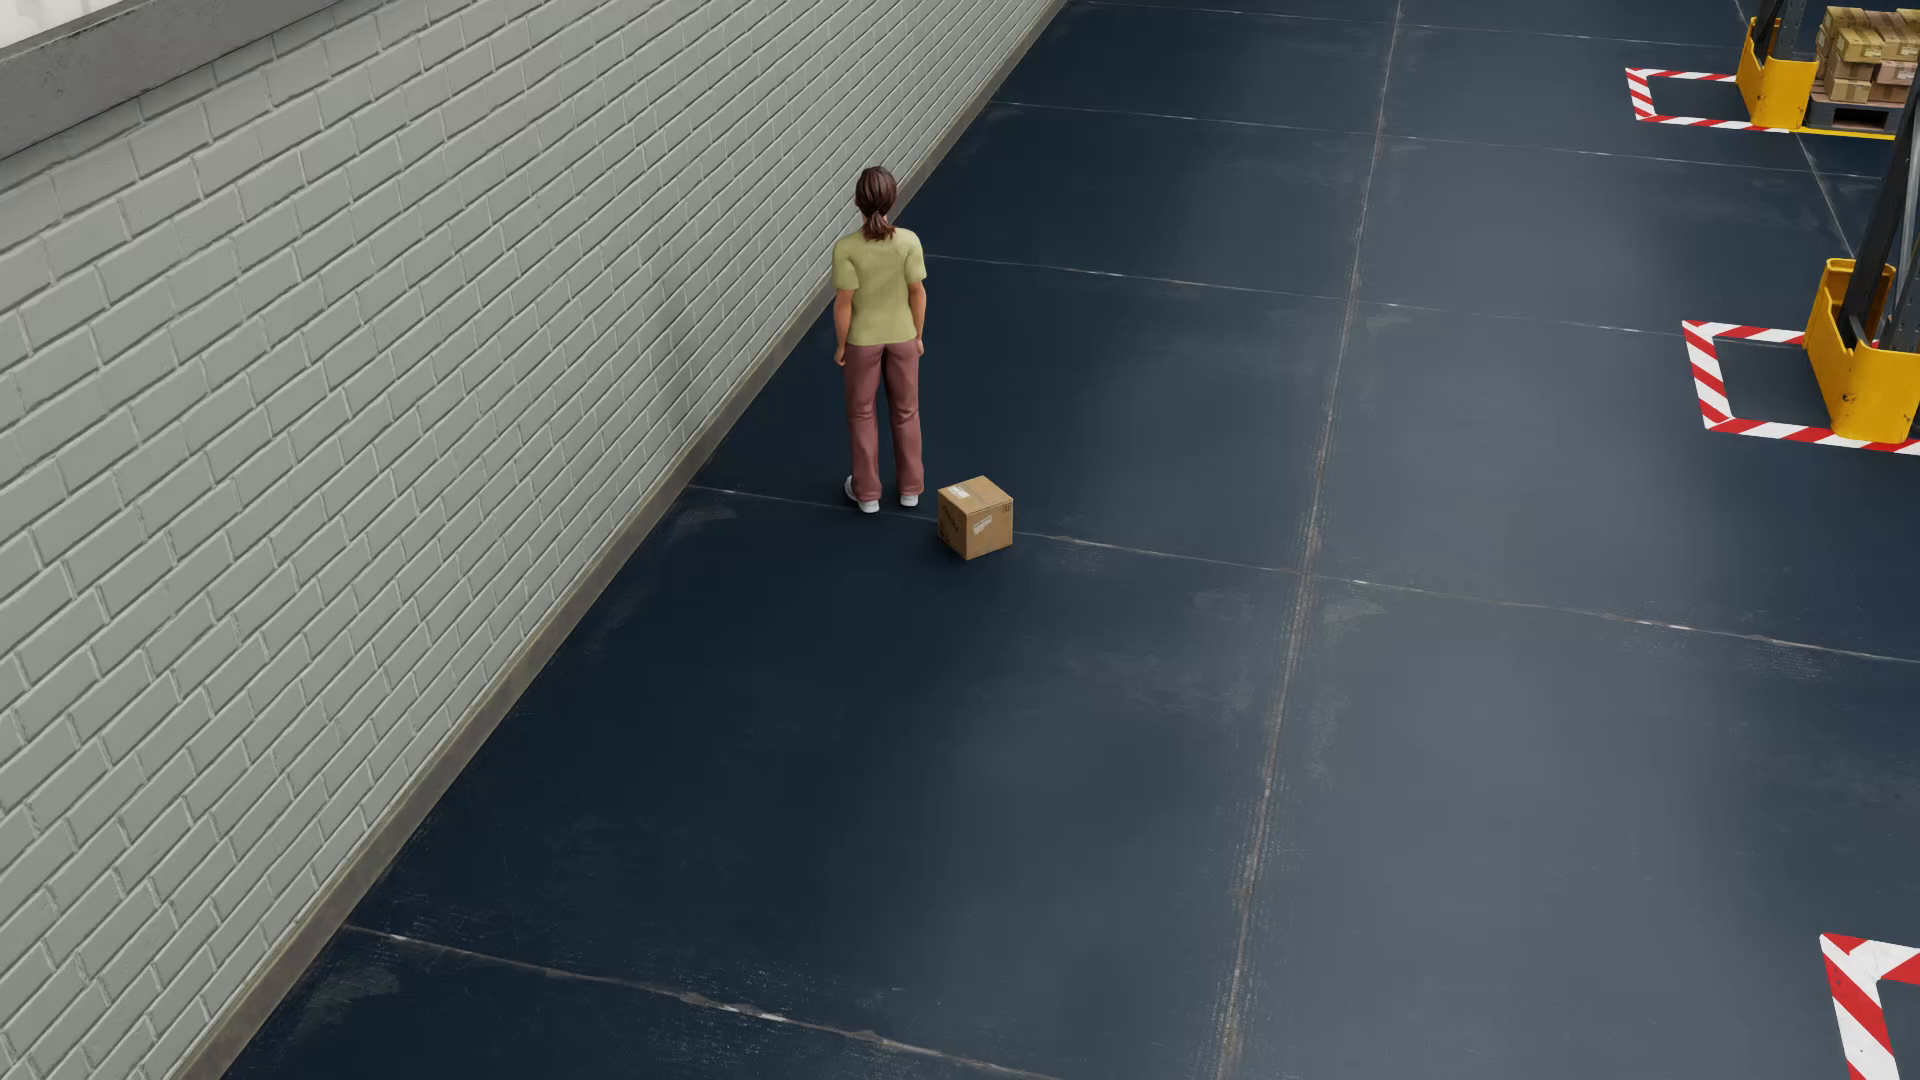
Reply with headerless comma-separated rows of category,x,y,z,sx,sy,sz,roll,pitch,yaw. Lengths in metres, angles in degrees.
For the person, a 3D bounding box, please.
person,-0.370,-0.893,7.522,0.427,1.670,0.374,-8,34,-12
